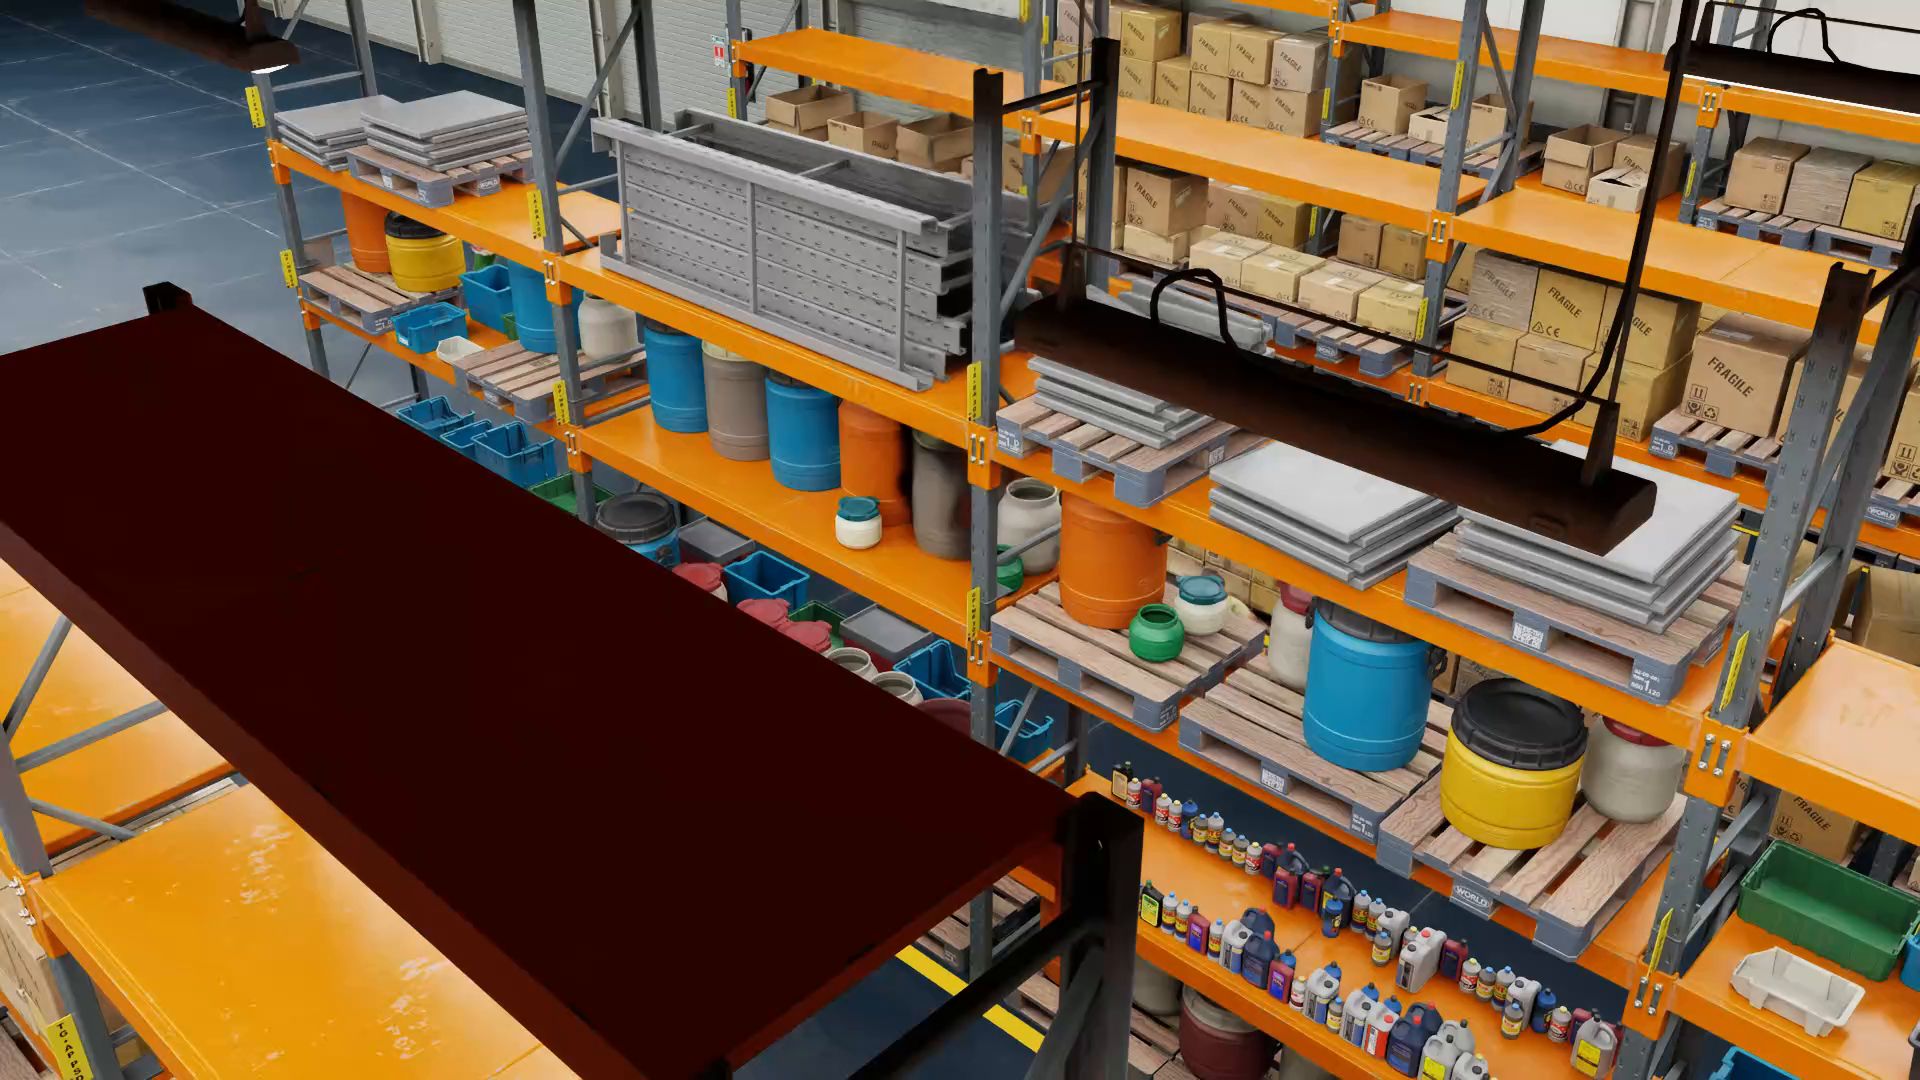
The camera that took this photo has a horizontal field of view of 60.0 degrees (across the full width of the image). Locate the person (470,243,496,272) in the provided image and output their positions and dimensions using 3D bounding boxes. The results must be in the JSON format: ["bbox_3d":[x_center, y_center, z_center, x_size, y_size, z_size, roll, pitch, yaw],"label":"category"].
[{"bbox_3d":[-5.946,-3.623,20.816,0.865,1.784,0.673,-16,33,-26],"label":"person"}]

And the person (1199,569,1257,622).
[{"bbox_3d":[1.831,0.973,12.264,0.690,1.708,0.567,21,36,33],"label":"person"}]
